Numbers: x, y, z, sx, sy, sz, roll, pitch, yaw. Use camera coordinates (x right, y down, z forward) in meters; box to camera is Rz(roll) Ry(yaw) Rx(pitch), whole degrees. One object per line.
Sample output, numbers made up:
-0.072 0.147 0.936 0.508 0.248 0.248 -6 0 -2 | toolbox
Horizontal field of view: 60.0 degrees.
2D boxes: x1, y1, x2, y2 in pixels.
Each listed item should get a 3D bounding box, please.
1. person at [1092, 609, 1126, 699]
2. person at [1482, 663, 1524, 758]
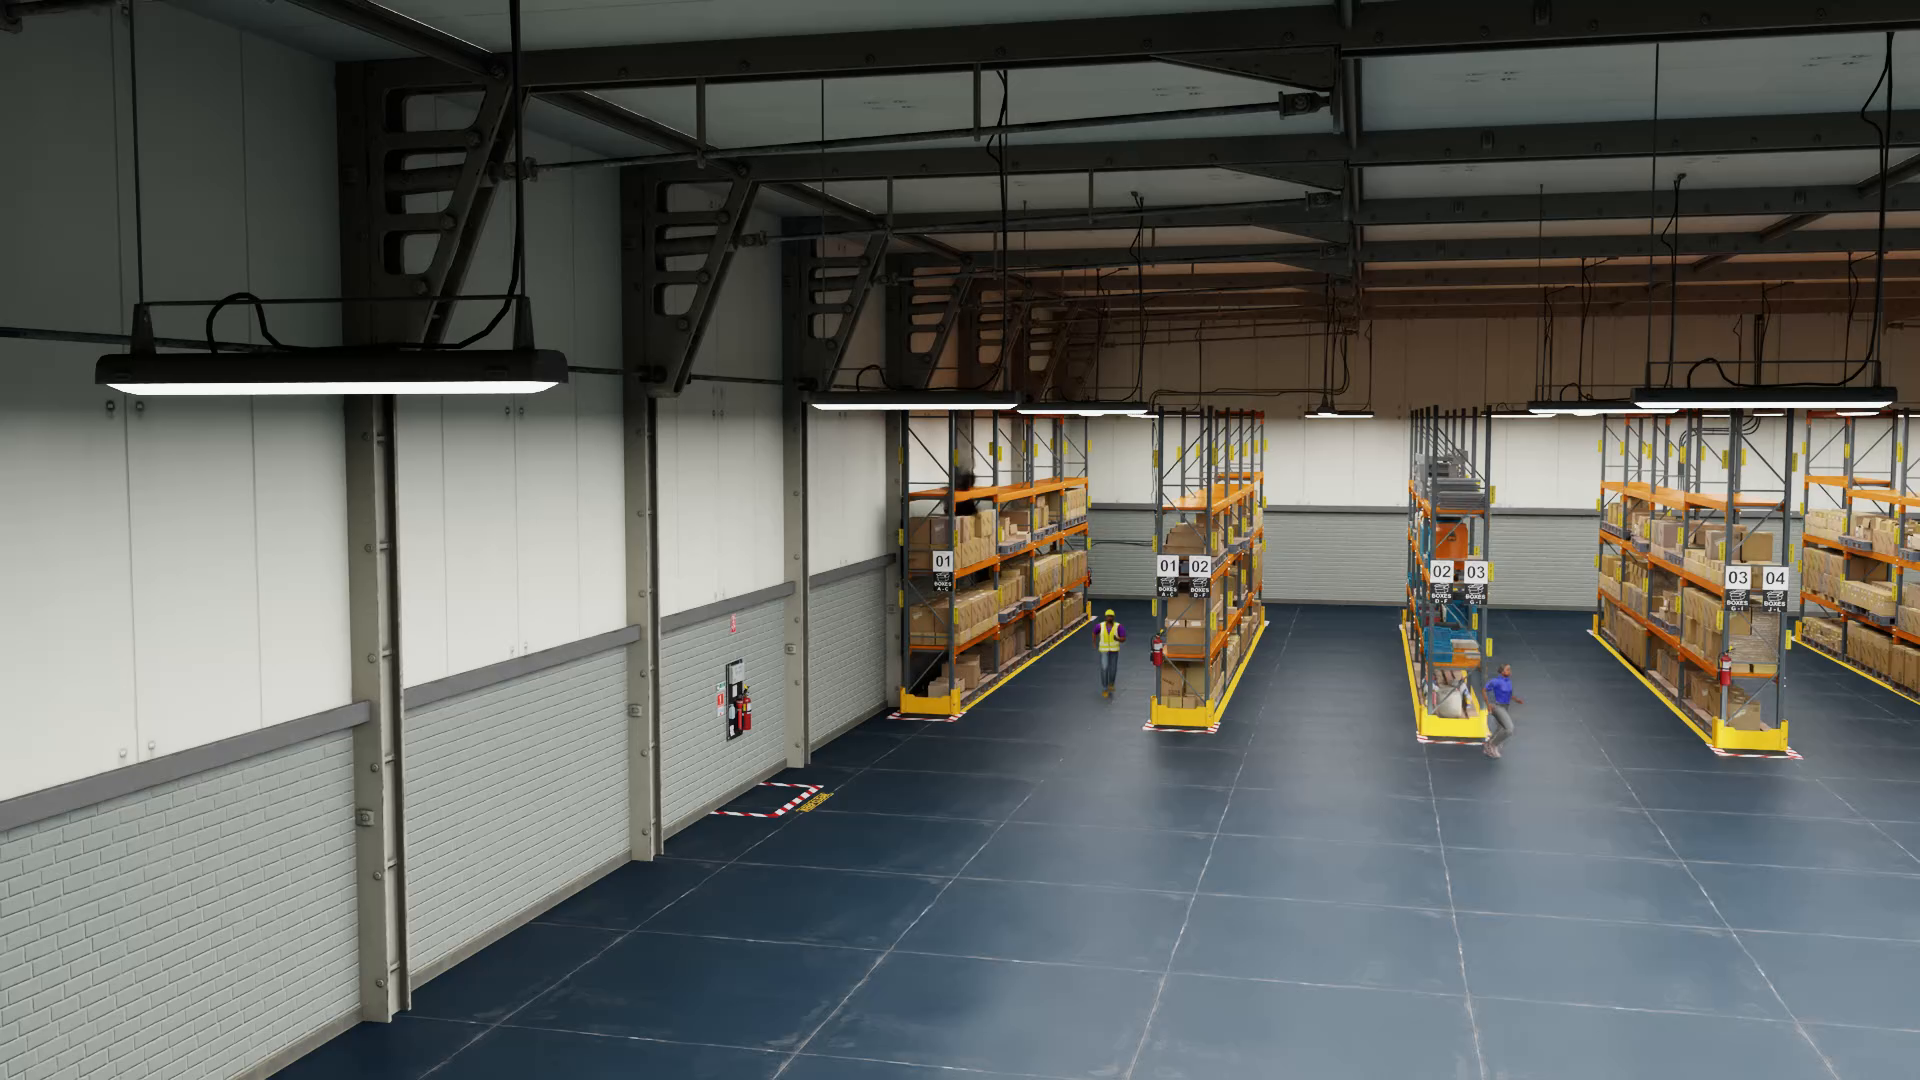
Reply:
3.105 2.341 34.591 0.682 1.803 0.879 0 4 2 | person
9.179 2.882 28.115 0.546 1.614 0.722 -4 6 -43 | person
